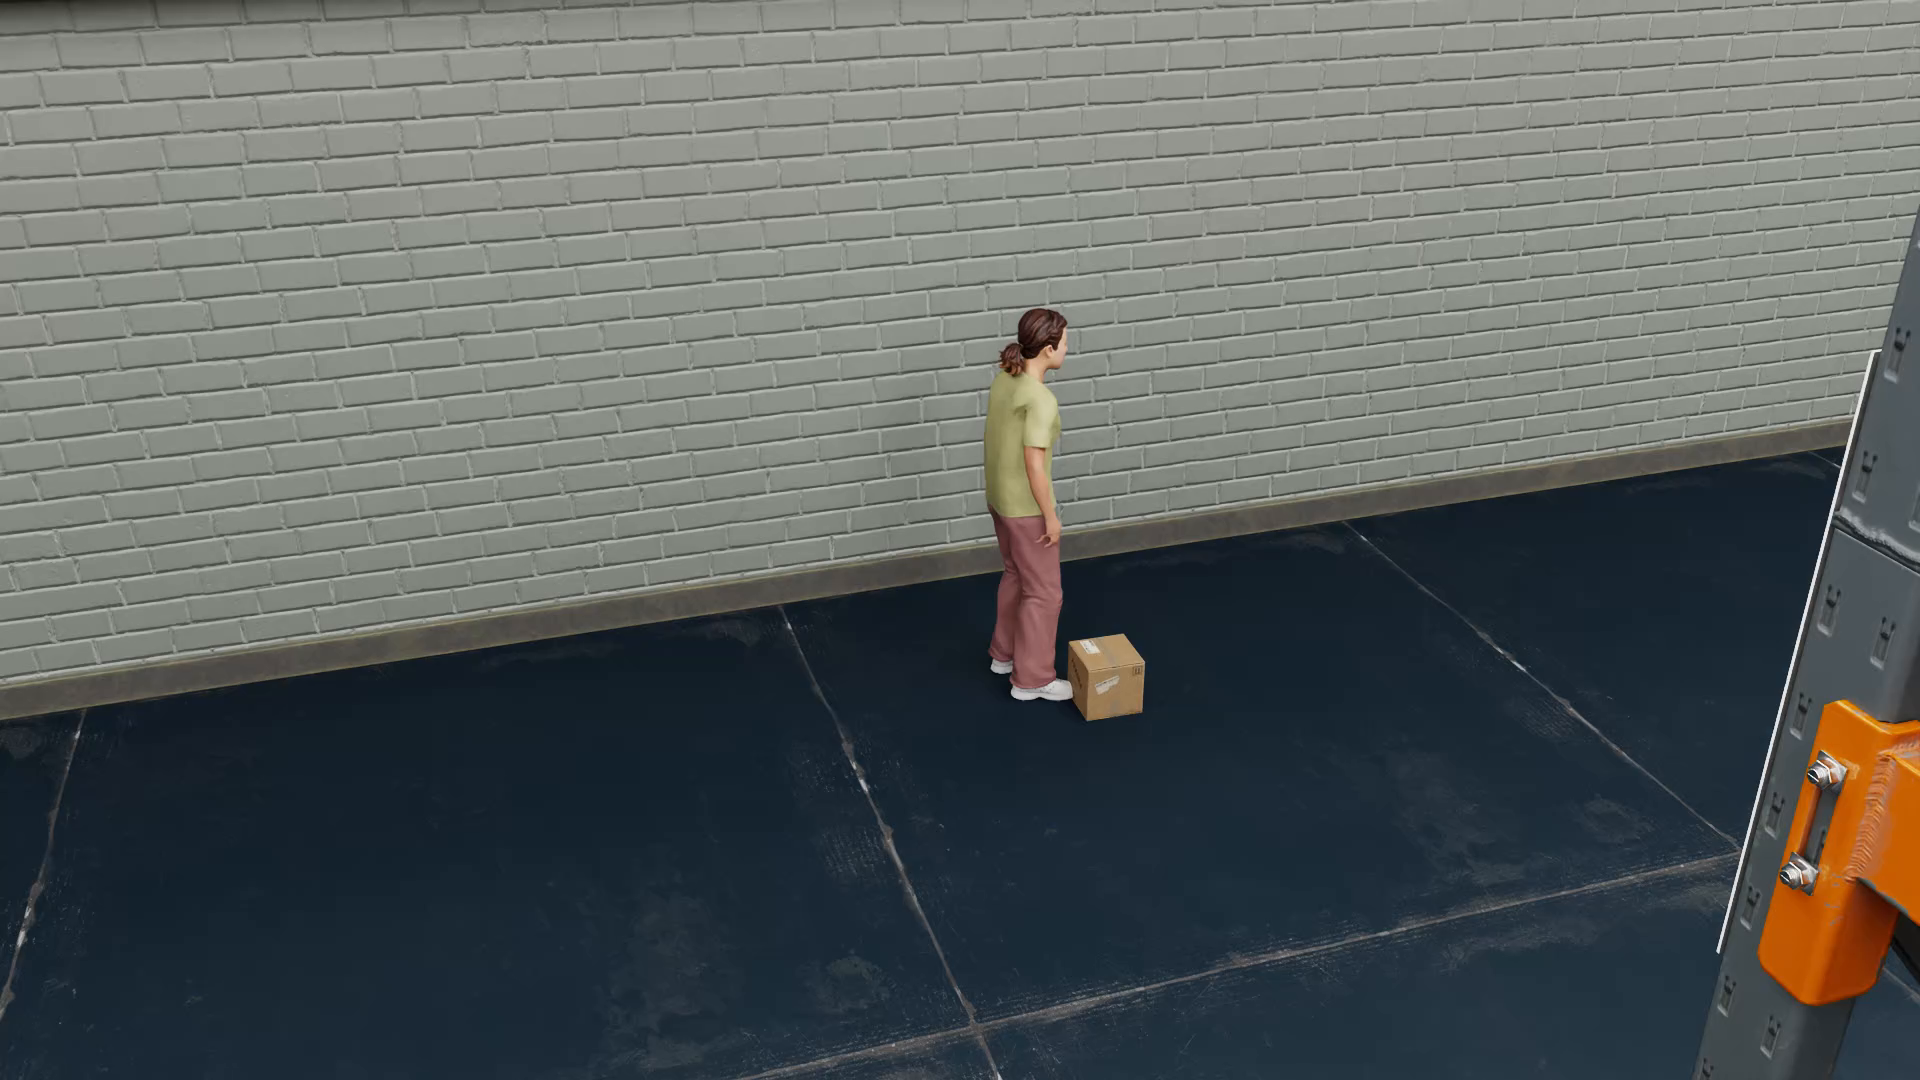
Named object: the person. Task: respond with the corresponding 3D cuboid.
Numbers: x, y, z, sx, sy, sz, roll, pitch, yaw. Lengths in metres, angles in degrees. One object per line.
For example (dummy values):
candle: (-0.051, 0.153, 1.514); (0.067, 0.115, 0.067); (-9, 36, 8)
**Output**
person: (0.288, -0.147, 6.917); (0.359, 1.669, 0.500); (-9, 28, -18)
